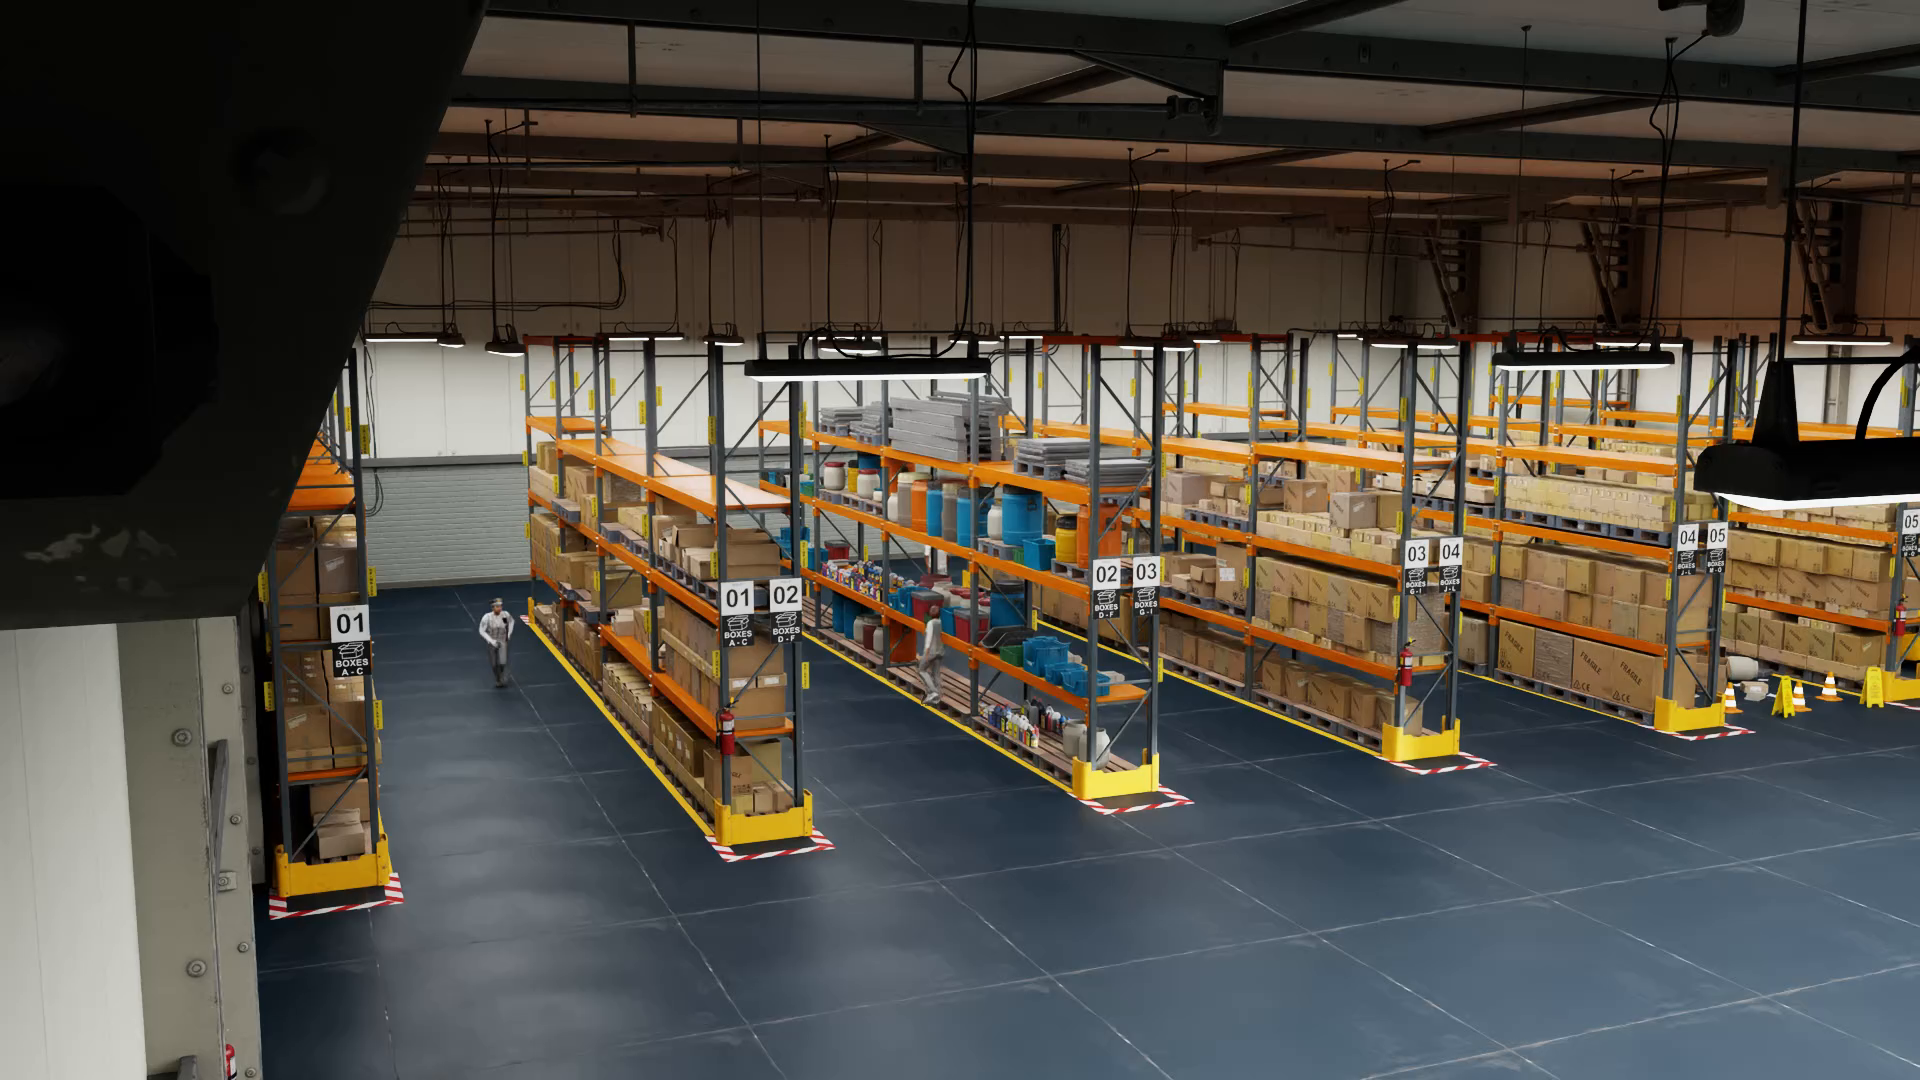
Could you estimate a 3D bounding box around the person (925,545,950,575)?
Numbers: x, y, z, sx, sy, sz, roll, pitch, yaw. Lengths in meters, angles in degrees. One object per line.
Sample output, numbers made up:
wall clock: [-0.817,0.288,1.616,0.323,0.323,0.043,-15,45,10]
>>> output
person: [-0.473,0.609,36.544,0.626,1.703,1.077,-3,8,-20]

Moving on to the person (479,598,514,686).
person: [-7.947,1.752,28.558,0.578,1.603,0.703,-2,8,-13]

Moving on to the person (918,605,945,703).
person: [-0.430,1.854,26.887,0.488,1.598,0.385,-7,10,-43]
